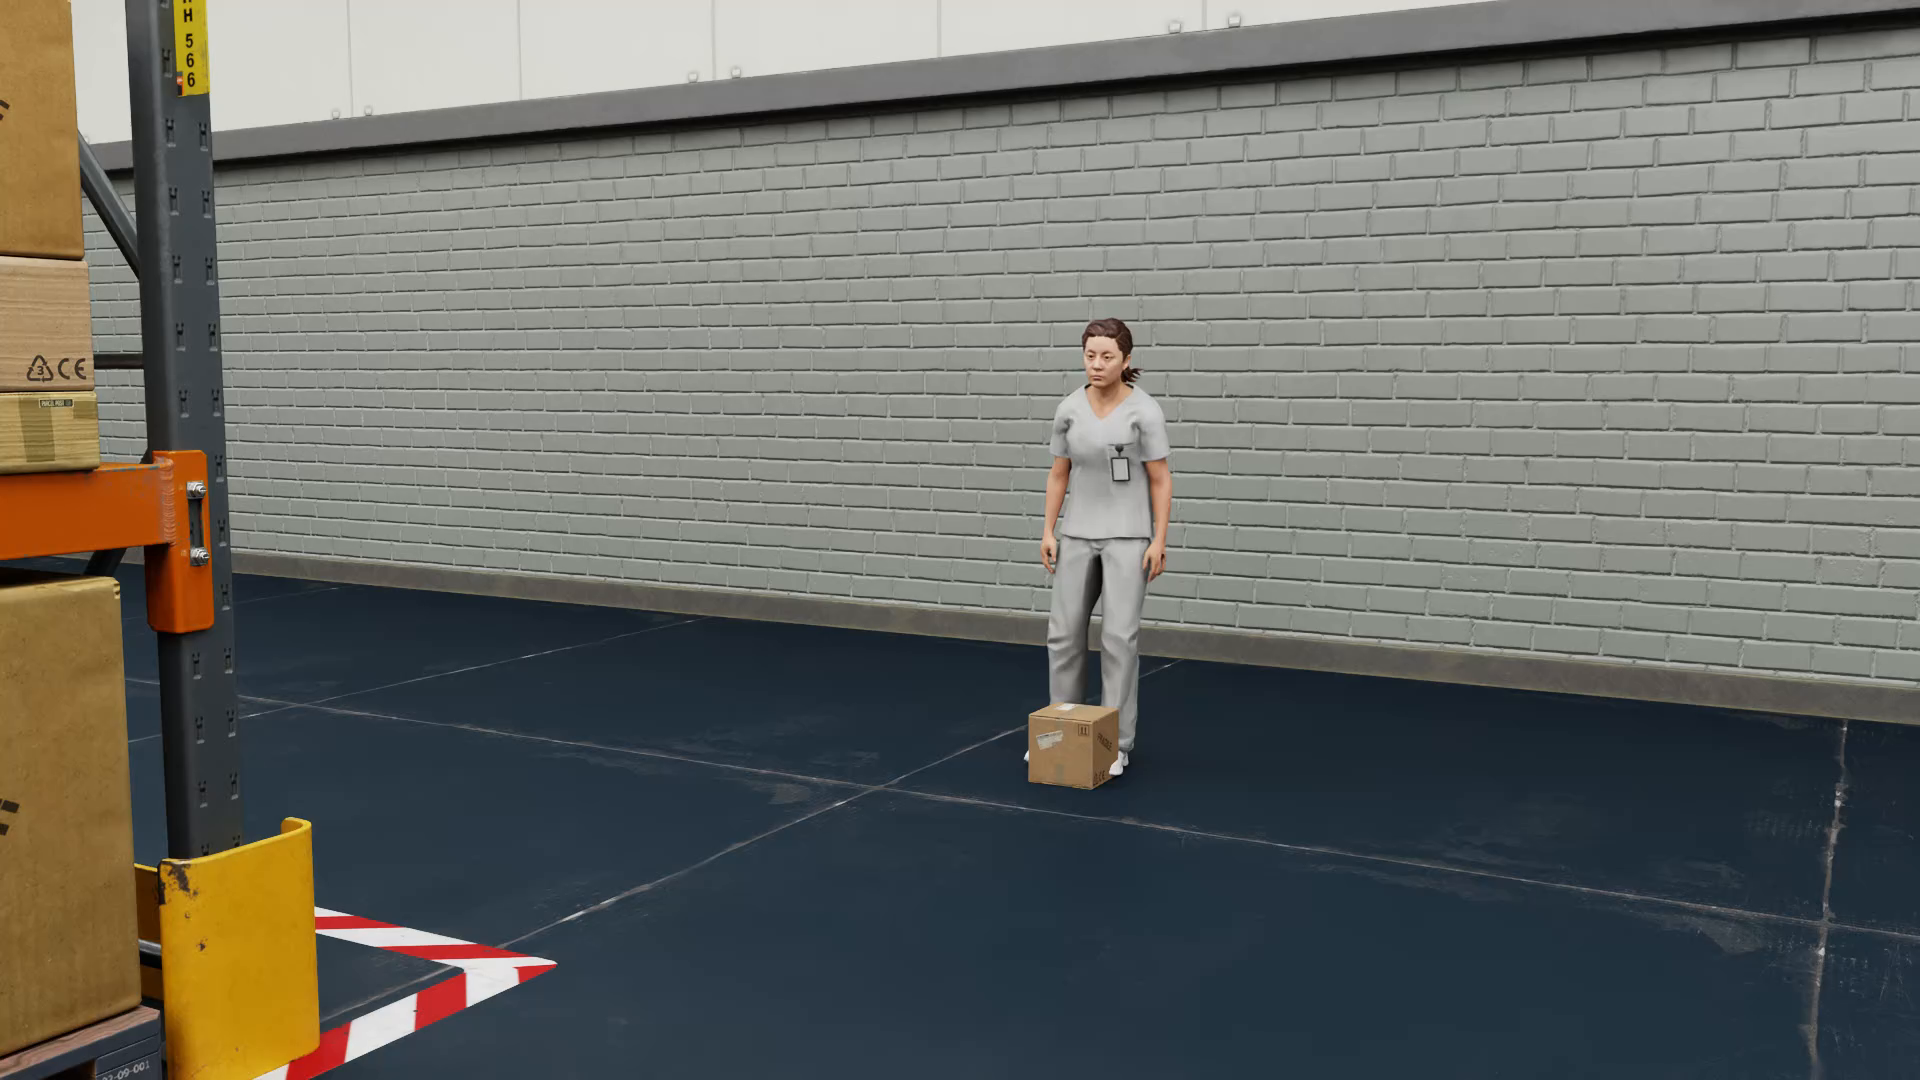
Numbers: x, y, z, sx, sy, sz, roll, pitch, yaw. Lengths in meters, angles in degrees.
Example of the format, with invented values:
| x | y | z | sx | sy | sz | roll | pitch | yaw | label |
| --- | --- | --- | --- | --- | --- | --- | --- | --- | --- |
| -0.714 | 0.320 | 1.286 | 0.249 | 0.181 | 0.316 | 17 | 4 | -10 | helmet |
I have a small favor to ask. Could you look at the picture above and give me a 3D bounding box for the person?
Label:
| x | y | z | sx | sy | sz | roll | pitch | yaw | label |
| --- | --- | --- | --- | --- | --- | --- | --- | --- | --- |
| 0.517 | 0.018 | 6.167 | 0.514 | 1.671 | 0.416 | 3 | 7 | 25 | person |
